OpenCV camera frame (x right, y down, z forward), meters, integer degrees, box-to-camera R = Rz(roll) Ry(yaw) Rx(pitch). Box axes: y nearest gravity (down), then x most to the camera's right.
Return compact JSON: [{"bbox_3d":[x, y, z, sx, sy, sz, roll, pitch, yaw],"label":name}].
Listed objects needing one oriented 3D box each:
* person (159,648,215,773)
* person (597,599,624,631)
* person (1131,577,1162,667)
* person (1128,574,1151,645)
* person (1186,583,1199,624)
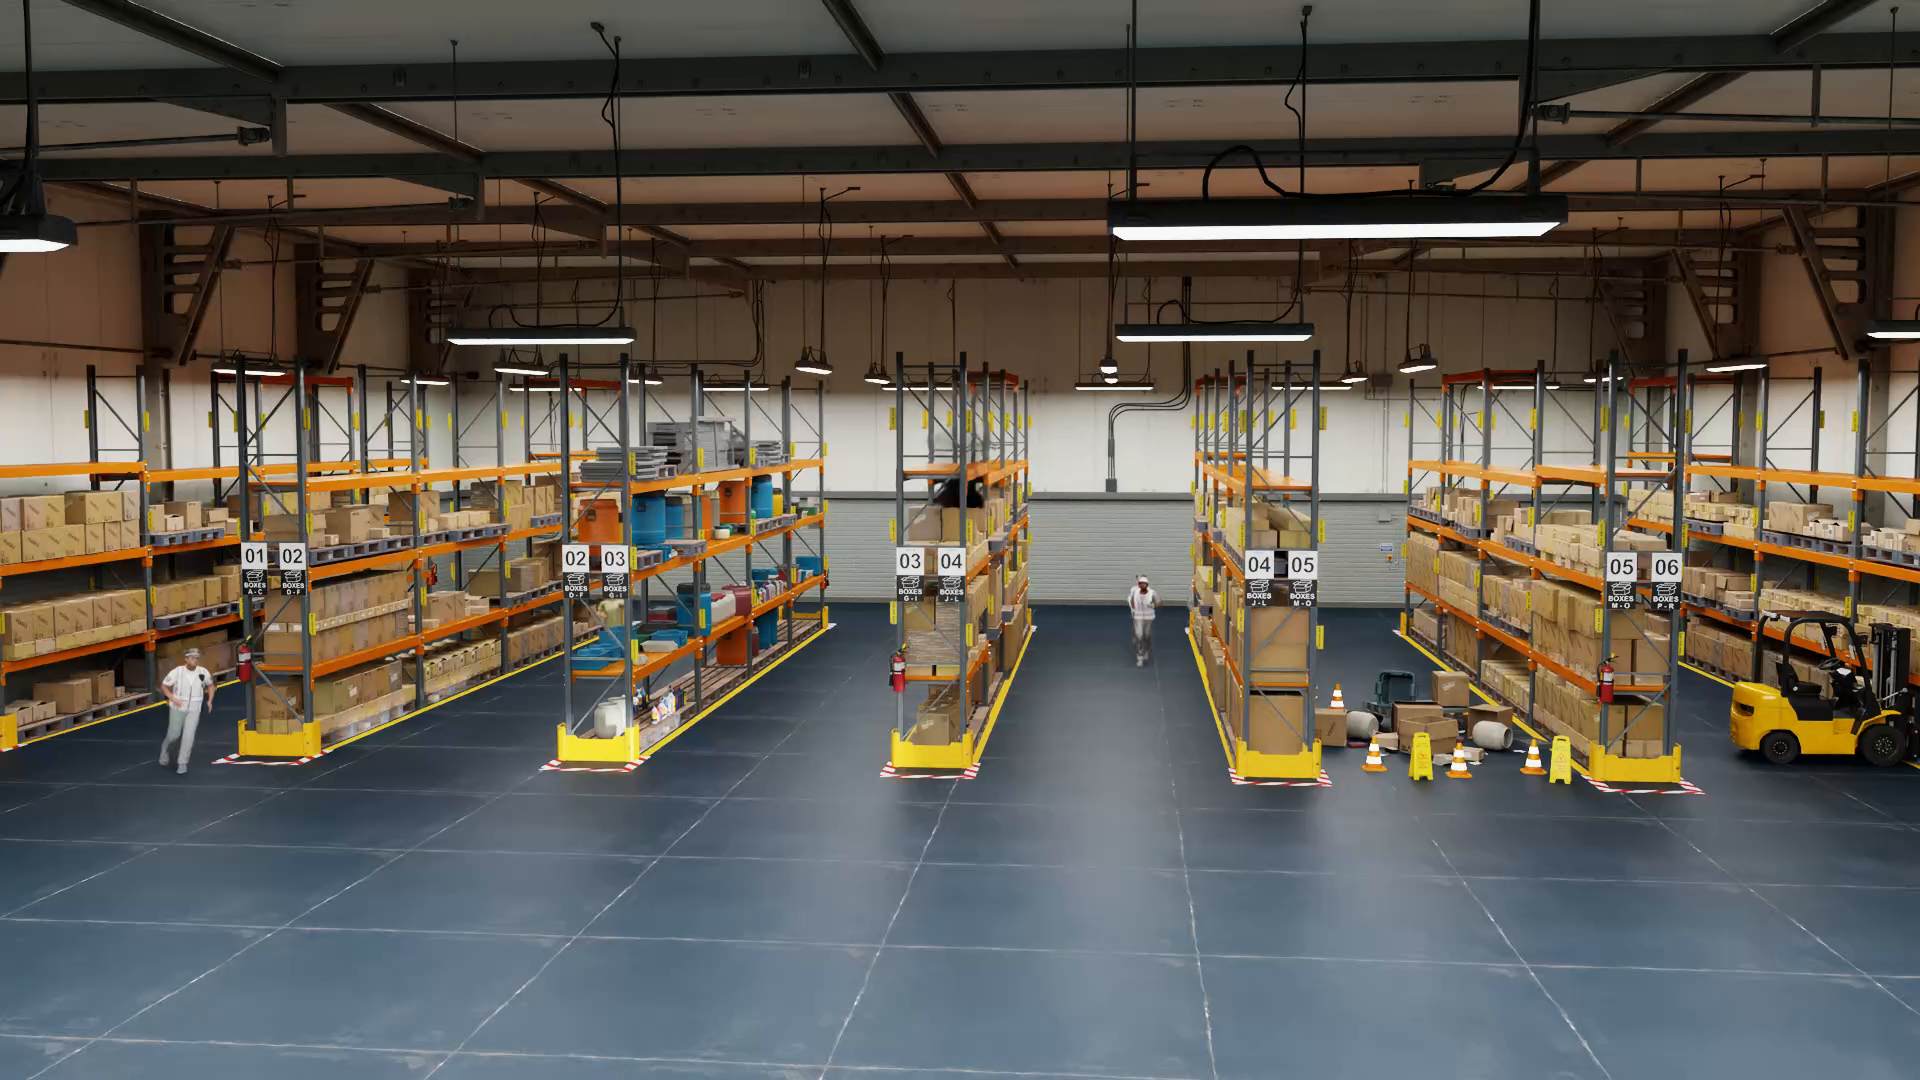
[{"bbox_3d":[-11.140,2.427,24.020,0.742,1.747,0.832,-3,5,-35],"label":"person"},{"bbox_3d":[-6.999,1.838,33.495,0.588,1.639,0.774,0,4,-2],"label":"person"},{"bbox_3d":[3.829,1.669,34.360,0.639,1.827,0.877,1,4,10],"label":"person"},{"bbox_3d":[3.992,1.575,36.651,0.605,1.669,0.569,1,4,10],"label":"person"},{"bbox_3d":[5.836,1.245,40.797,0.706,1.700,0.730,2,4,24],"label":"person"}]
